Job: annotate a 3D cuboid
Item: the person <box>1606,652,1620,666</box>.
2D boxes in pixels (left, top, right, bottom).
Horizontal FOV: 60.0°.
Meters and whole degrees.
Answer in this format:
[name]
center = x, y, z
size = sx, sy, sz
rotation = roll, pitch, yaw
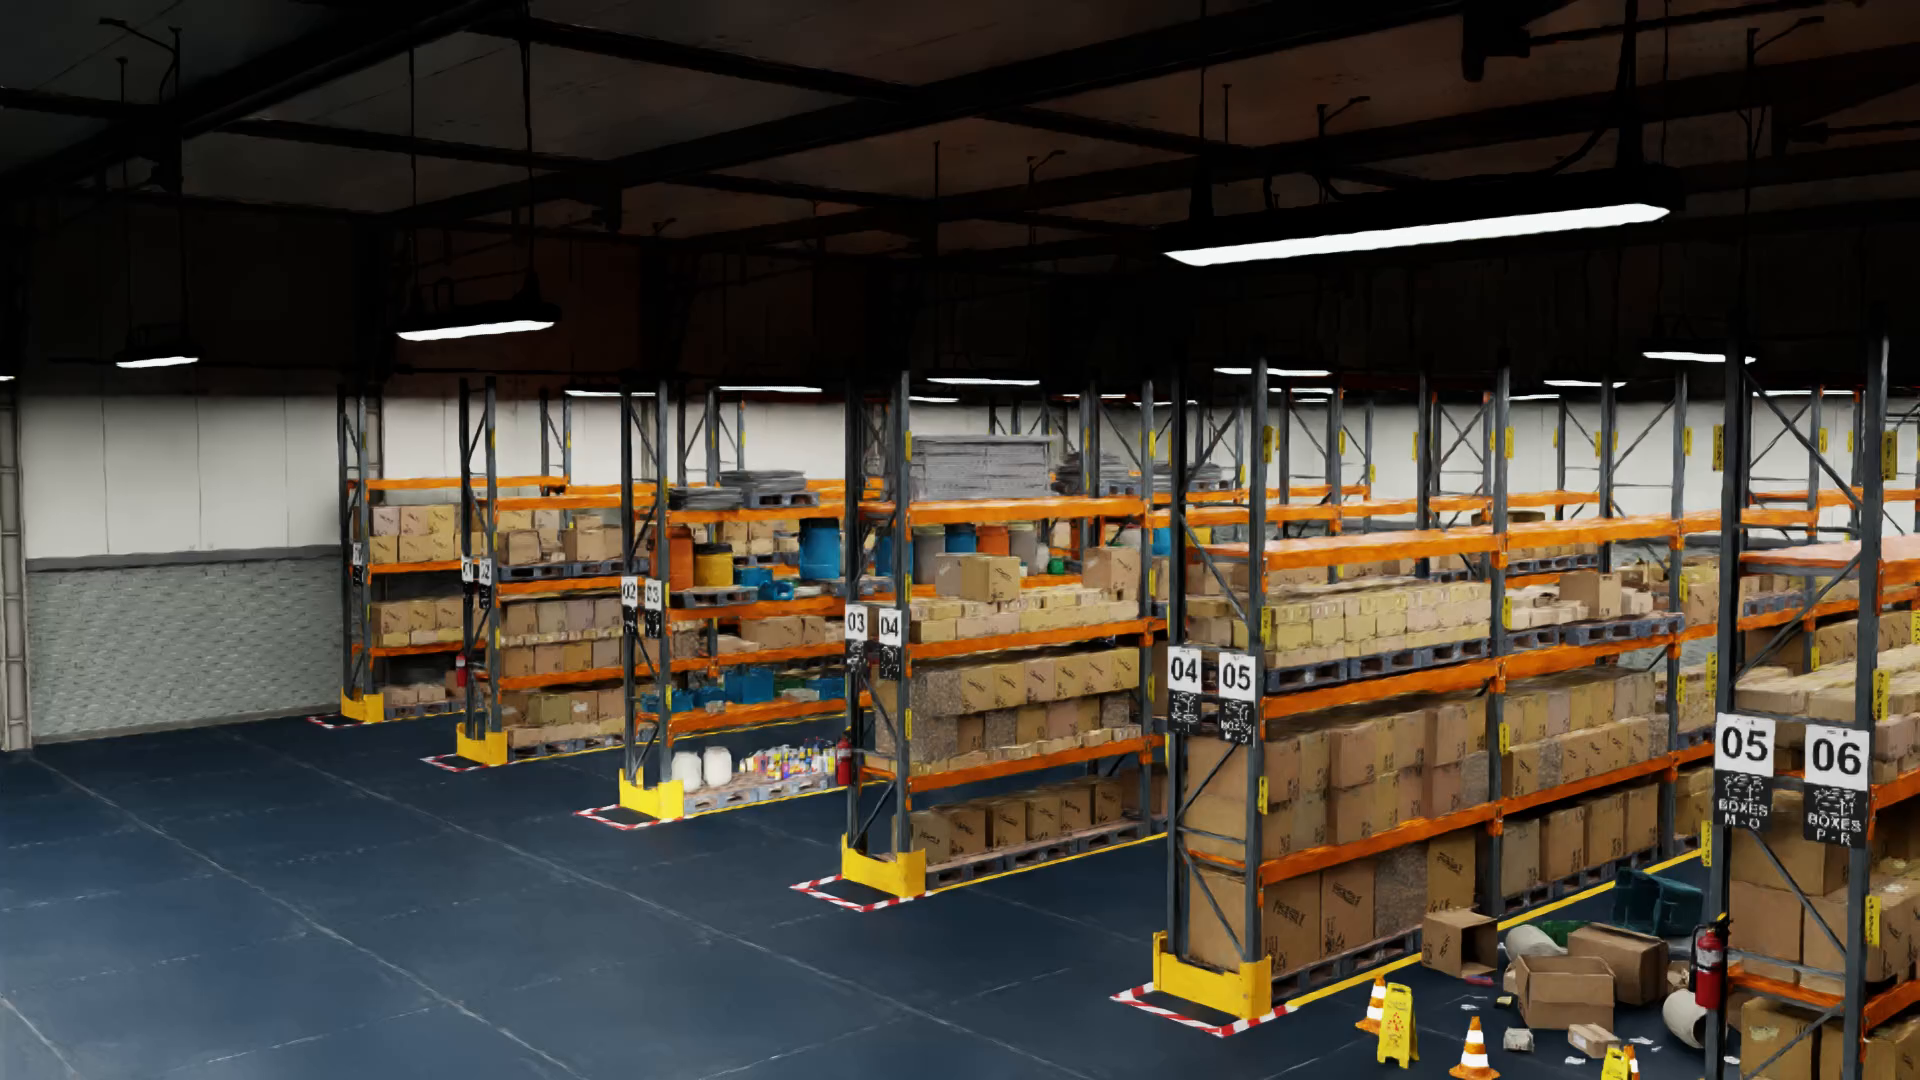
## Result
[person]
center = 10.283, 2.530, 26.261
size = 0.409, 1.784, 0.658
rotation = 3, 5, 37
